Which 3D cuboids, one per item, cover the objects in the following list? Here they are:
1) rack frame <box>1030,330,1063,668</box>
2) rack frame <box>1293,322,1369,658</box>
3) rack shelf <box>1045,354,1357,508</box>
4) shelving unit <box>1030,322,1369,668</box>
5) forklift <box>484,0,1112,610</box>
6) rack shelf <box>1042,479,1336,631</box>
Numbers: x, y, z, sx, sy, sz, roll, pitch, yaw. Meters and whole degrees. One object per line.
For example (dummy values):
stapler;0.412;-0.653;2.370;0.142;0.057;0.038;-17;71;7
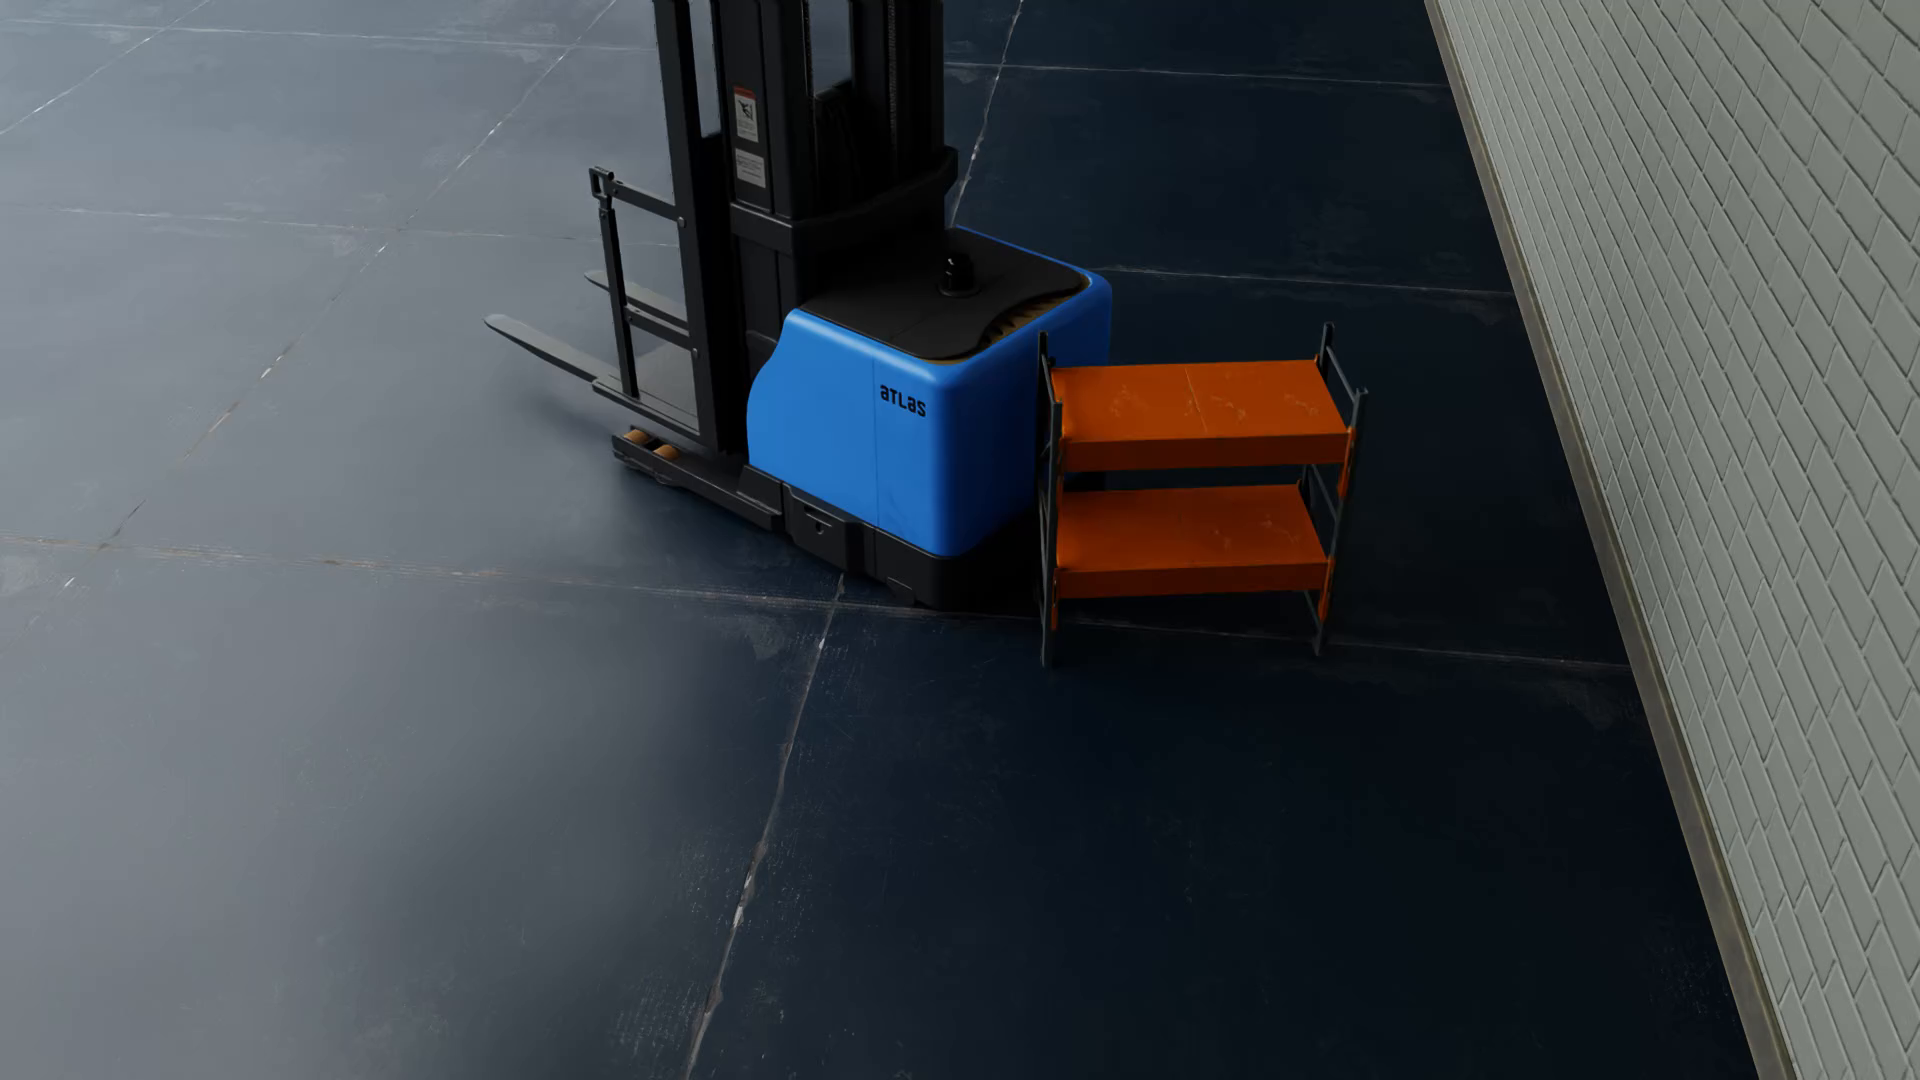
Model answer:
rack frame;0.306;-0.134;5.969;0.032;1.125;0.500;-2;36;-3
rack frame;1.321;-0.169;6.019;0.032;1.125;0.500;-2;36;-3
rack shelf;0.813;-0.390;5.824;1.000;0.278;0.538;-2;36;-3
shelving unit;0.813;-0.151;5.994;1.048;1.125;0.538;-2;36;-3
forklift;-0.864;-1.639;6.524;3.031;2.935;1.130;26;43;31
rack shelf;0.813;0.048;6.136;1.000;0.278;0.538;-2;36;-3
